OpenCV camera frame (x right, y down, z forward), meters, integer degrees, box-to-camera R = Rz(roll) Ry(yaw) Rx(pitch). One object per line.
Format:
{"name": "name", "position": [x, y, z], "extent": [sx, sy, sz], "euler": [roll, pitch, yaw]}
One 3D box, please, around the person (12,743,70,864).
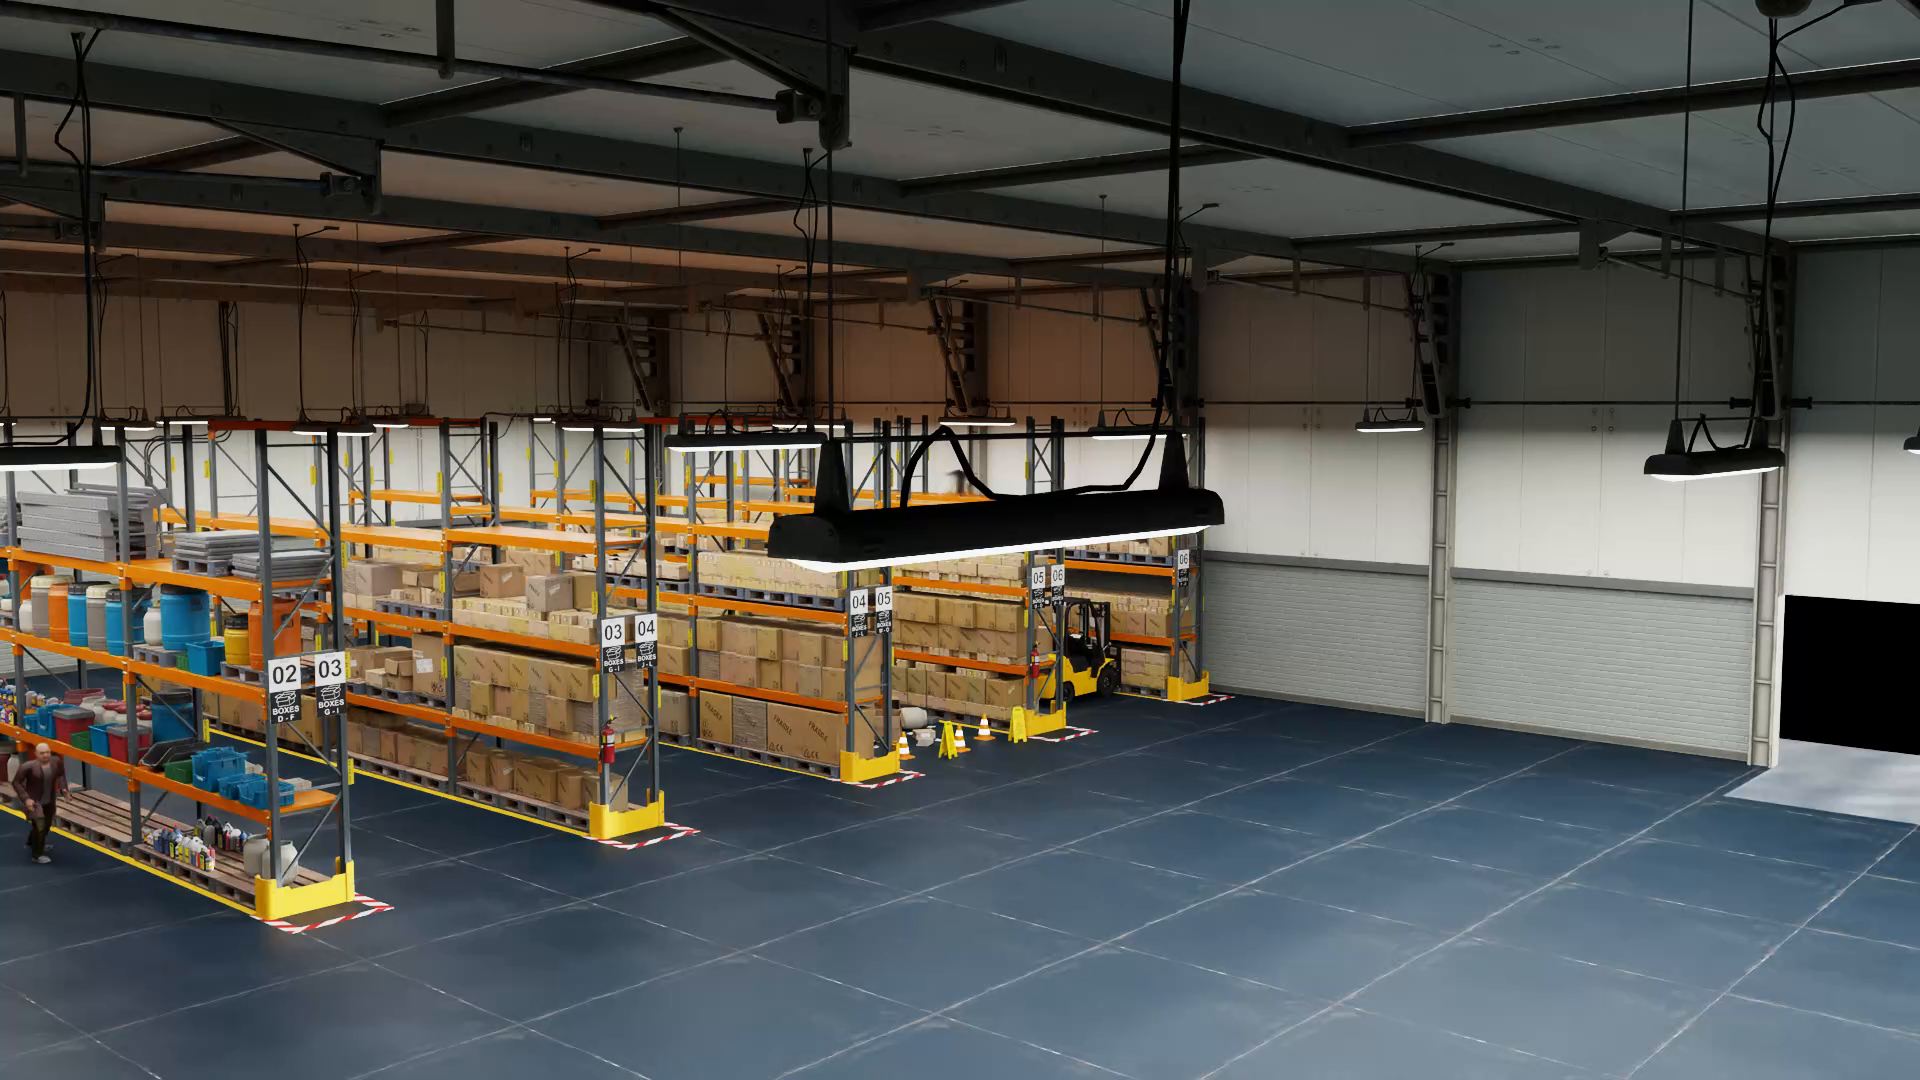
{"name": "person", "position": [-12.665, 3.586, 22.876], "extent": [0.939, 1.692, 0.737], "euler": [2, 5, 25]}
